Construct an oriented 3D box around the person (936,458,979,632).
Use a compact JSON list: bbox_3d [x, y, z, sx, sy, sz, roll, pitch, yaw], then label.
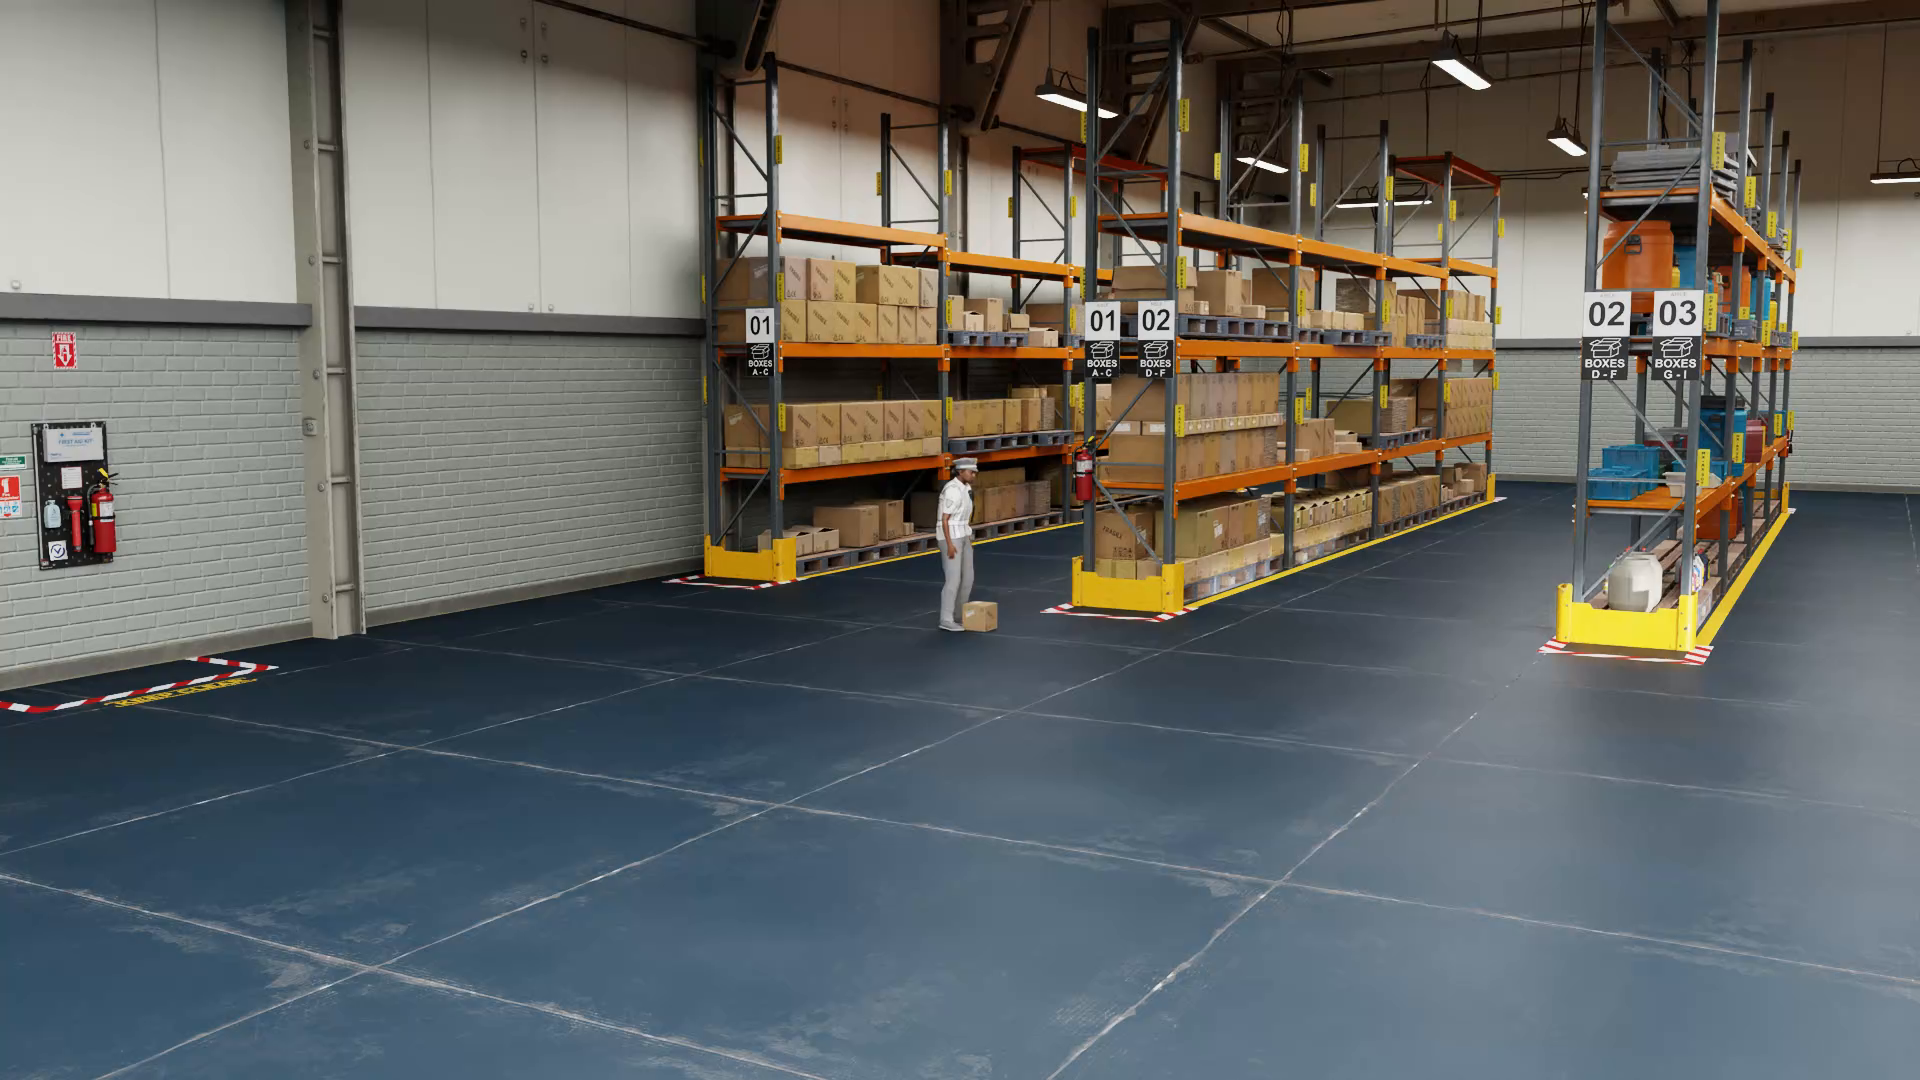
[{"bbox_3d":[-0.021,0.029,16.104,0.395,1.658,0.523,3,7,25],"label":"person"}]
